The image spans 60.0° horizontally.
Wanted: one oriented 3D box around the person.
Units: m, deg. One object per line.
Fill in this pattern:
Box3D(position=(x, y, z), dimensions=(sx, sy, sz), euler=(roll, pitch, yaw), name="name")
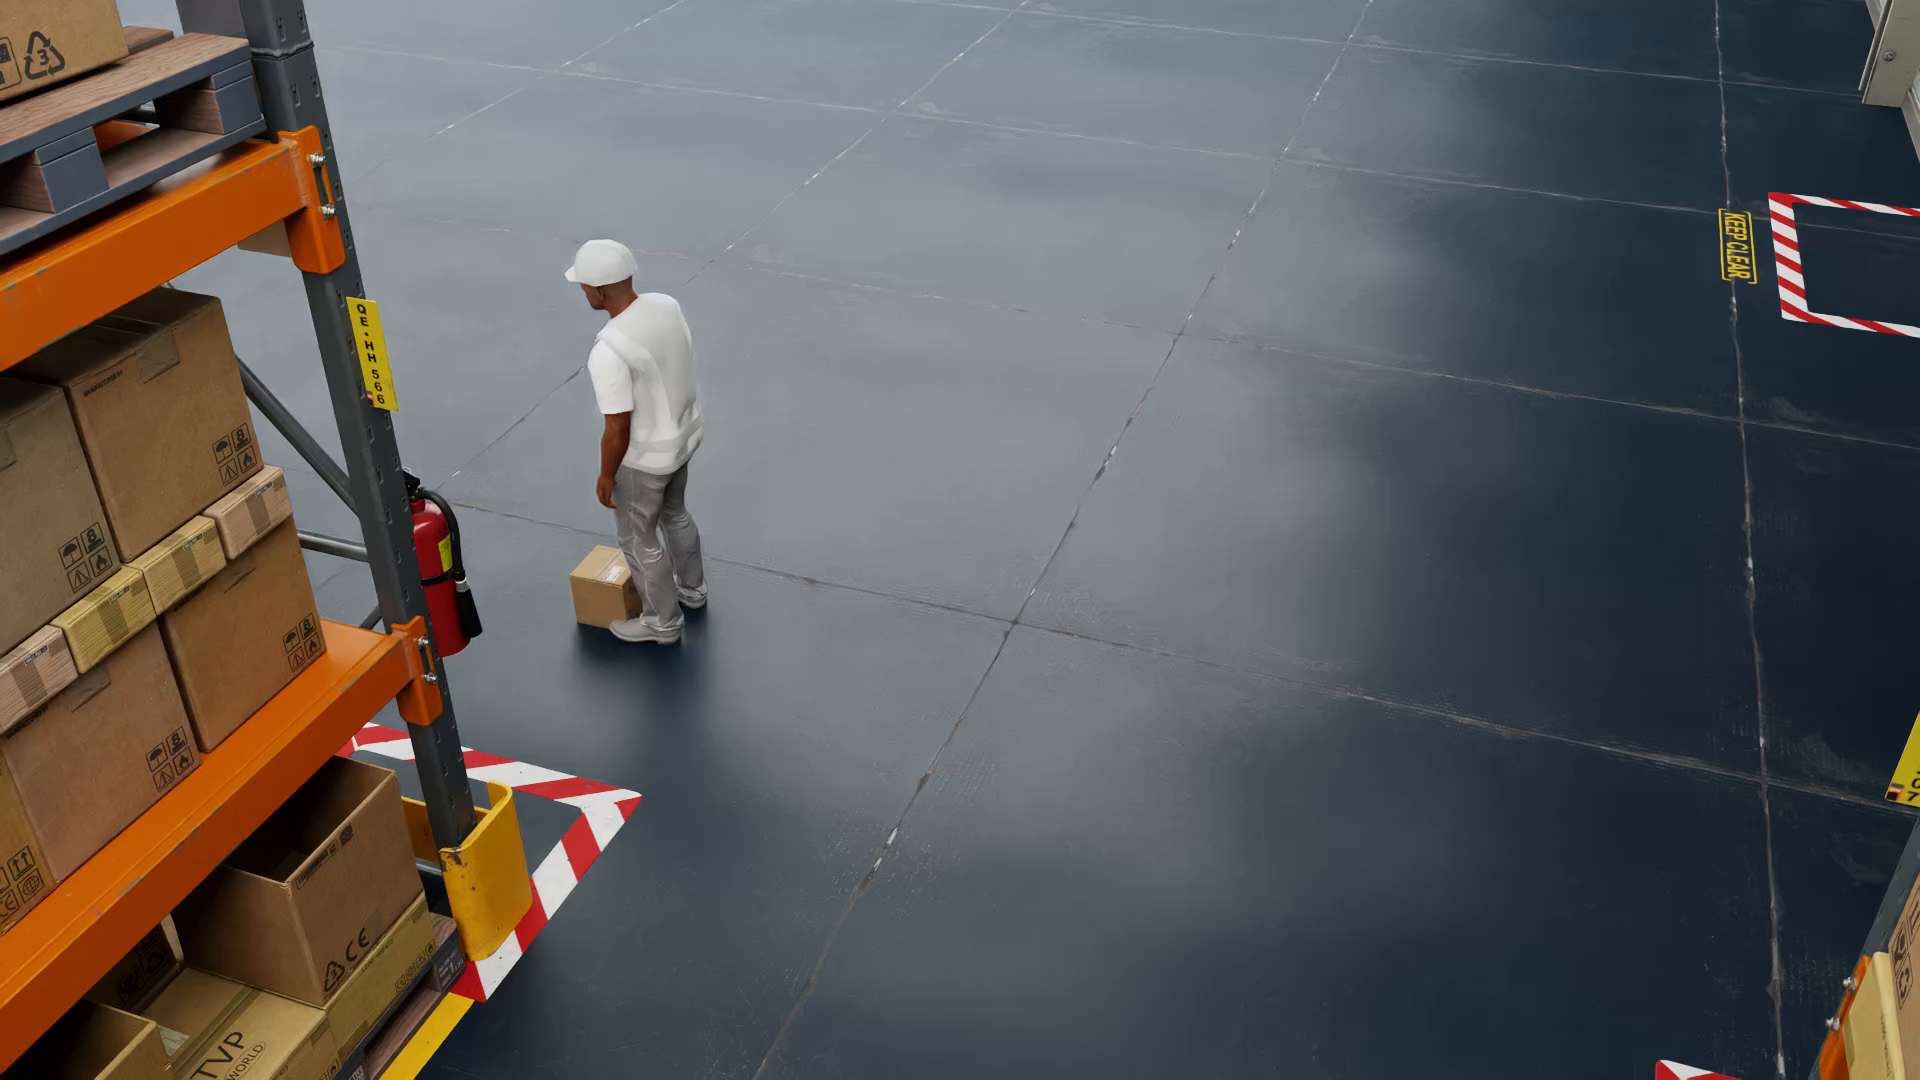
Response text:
Box3D(position=(-1.278, -0.389, 6.720), dimensions=(0.459, 1.760, 0.628), euler=(11, 35, 17), name="person")
